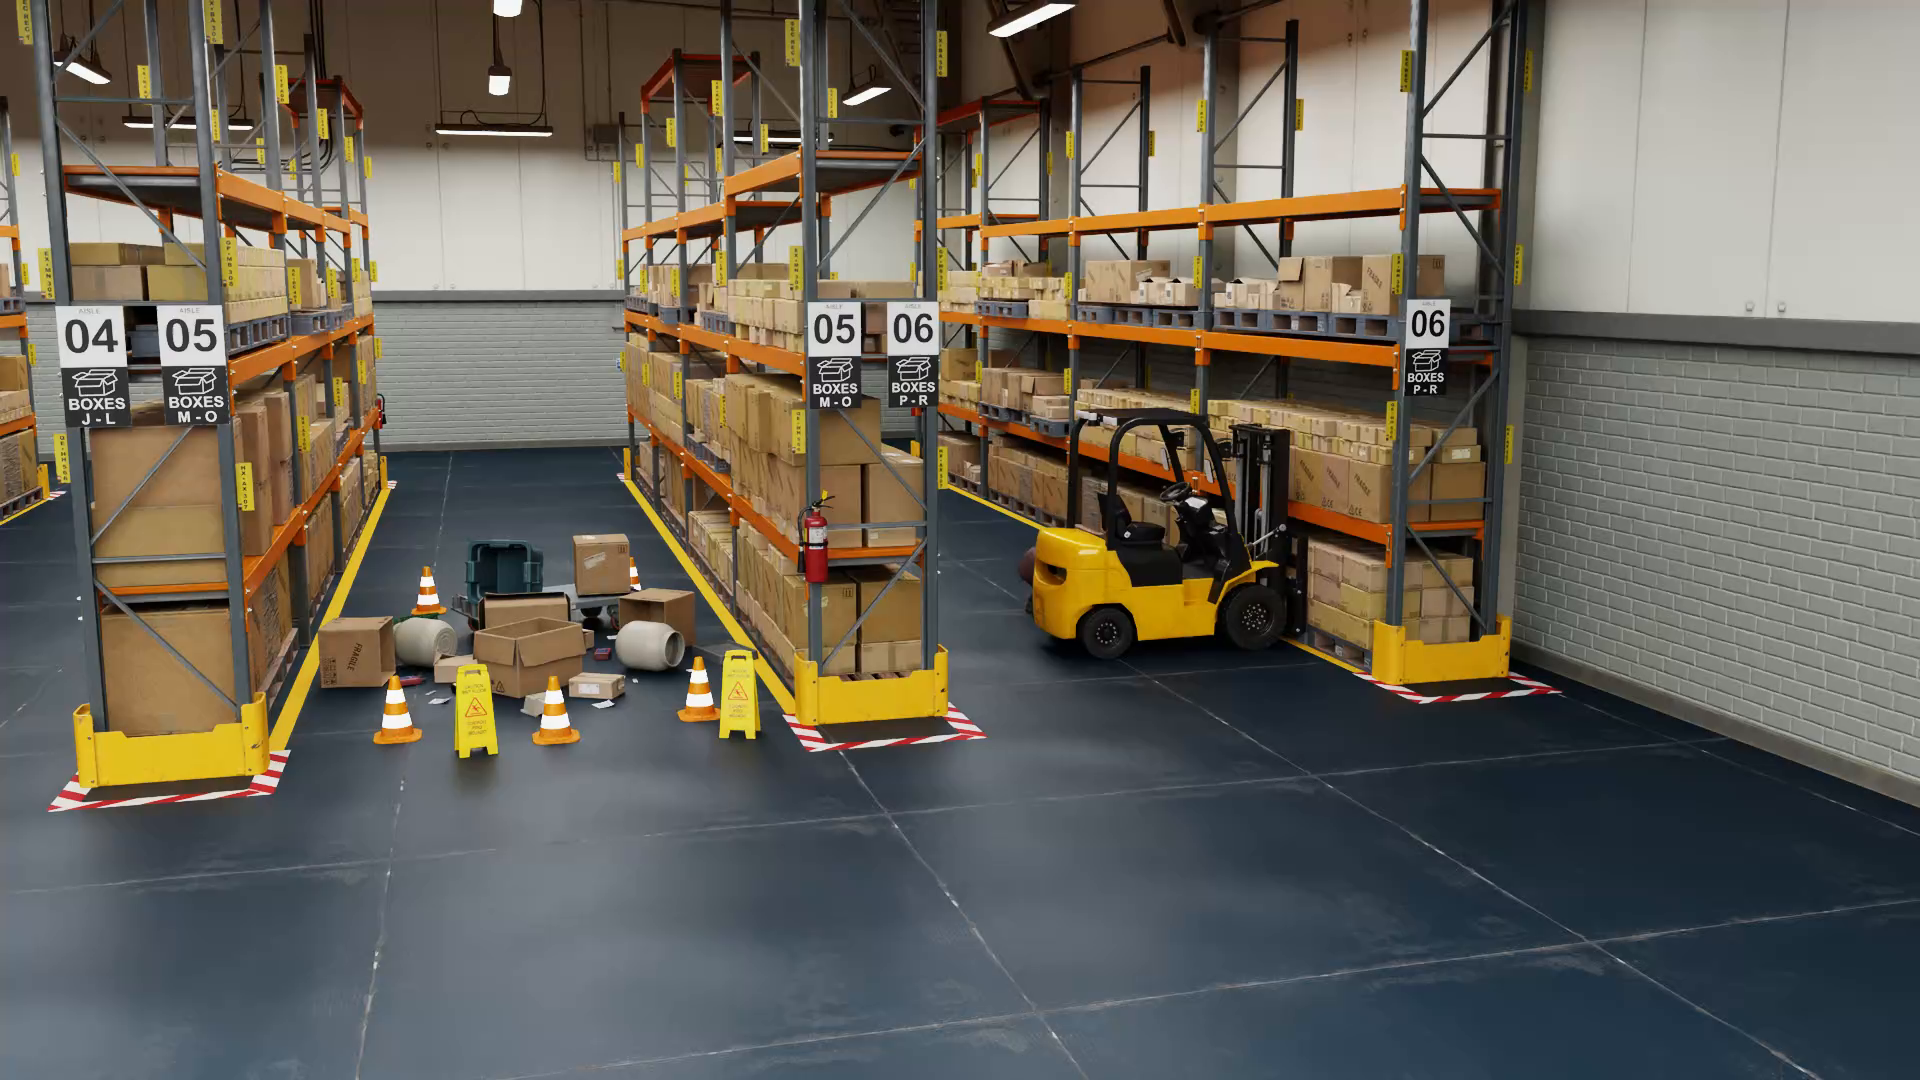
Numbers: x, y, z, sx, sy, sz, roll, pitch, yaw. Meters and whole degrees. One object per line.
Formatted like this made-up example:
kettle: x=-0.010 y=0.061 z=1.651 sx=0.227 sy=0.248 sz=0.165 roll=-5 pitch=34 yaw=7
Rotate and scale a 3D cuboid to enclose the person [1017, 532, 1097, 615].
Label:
person: x=1.030 y=0.384 z=16.900 sx=0.924 sy=0.859 sz=0.580 roll=-3 pitch=9 yaw=-17
